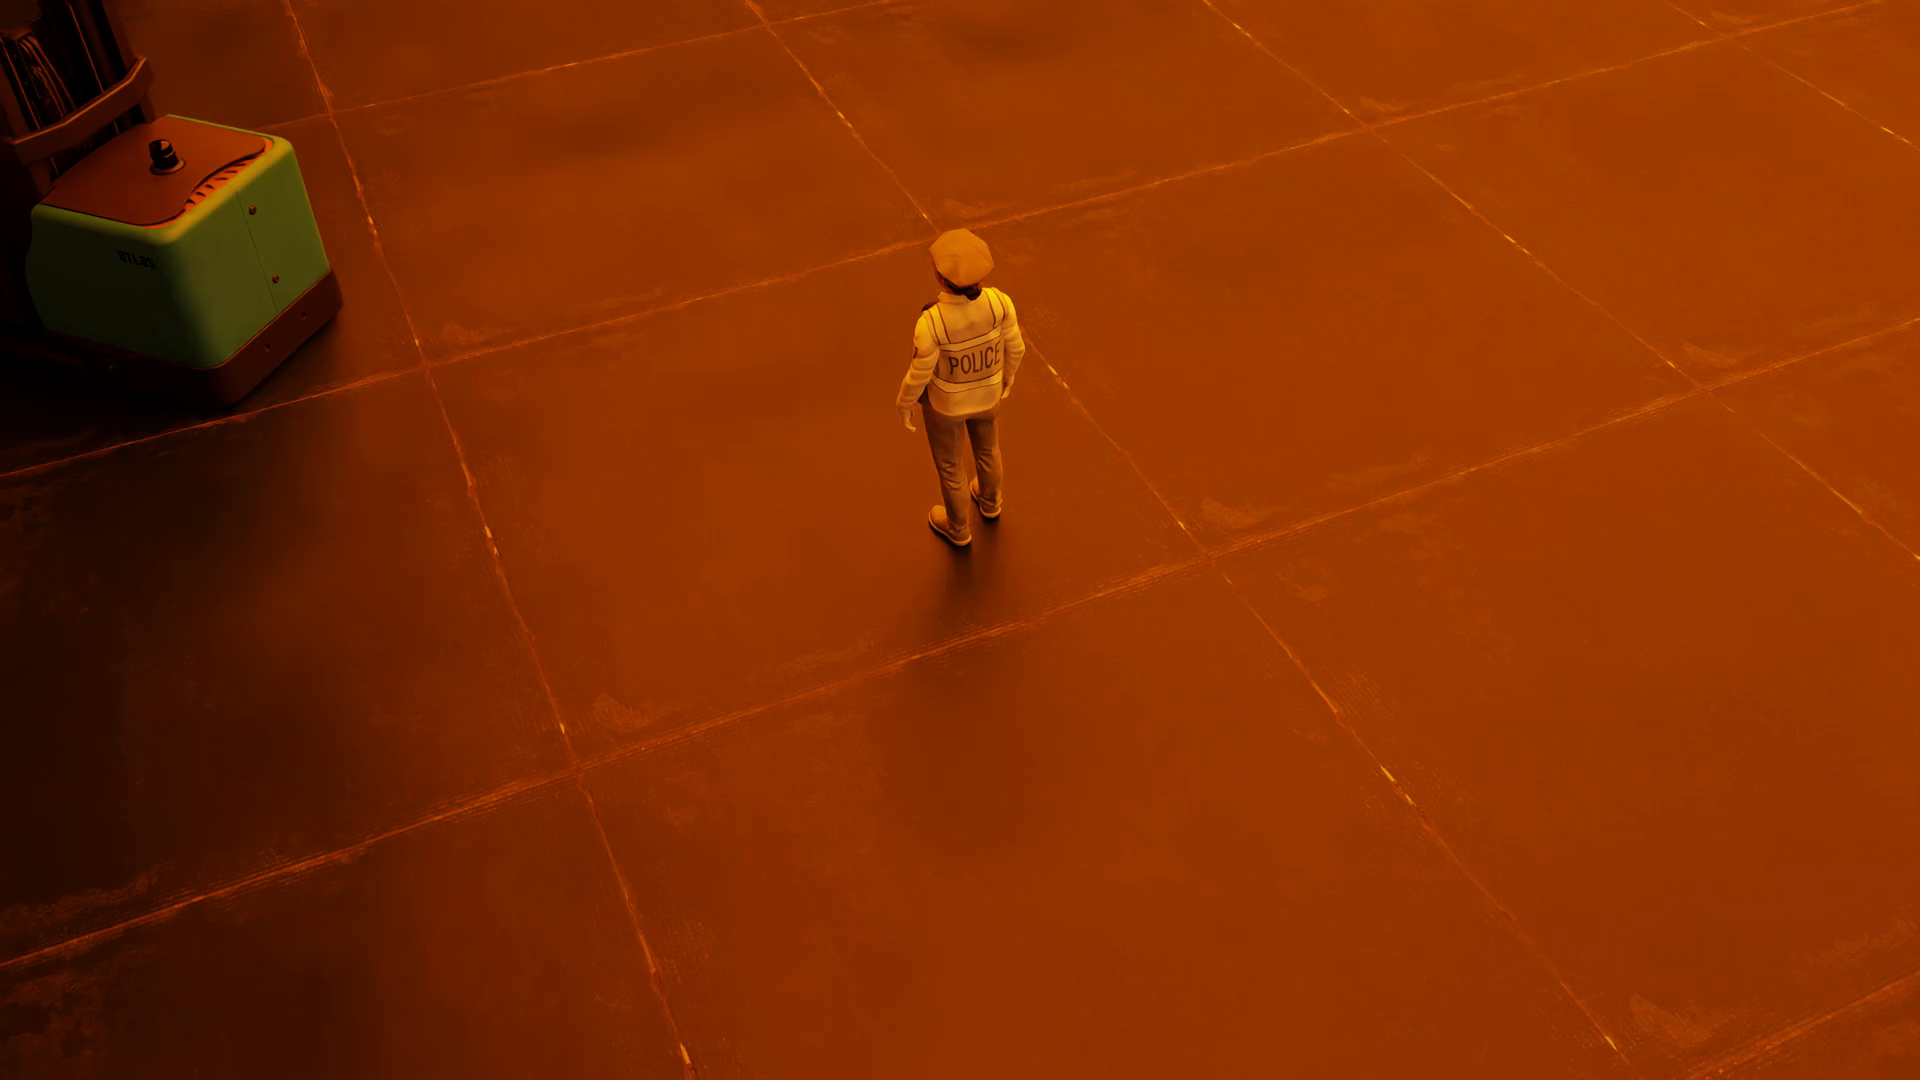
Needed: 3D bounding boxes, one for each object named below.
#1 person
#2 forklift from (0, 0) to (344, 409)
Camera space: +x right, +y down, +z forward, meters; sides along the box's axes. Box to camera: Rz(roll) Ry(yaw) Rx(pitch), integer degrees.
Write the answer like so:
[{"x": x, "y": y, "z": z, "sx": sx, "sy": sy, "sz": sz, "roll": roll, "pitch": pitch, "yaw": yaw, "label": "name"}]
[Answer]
[{"x": -0.023, "y": -0.670, "z": 7.293, "sx": 0.586, "sy": 1.694, "sz": 0.530, "roll": -18, "pitch": 46, "yaw": -18, "label": "person"}, {"x": -4.946, "y": -2.363, "z": 8.212, "sx": 3.031, "sy": 2.935, "sz": 1.130, "roll": 14, "pitch": 45, "yaw": 15, "label": "forklift"}]
